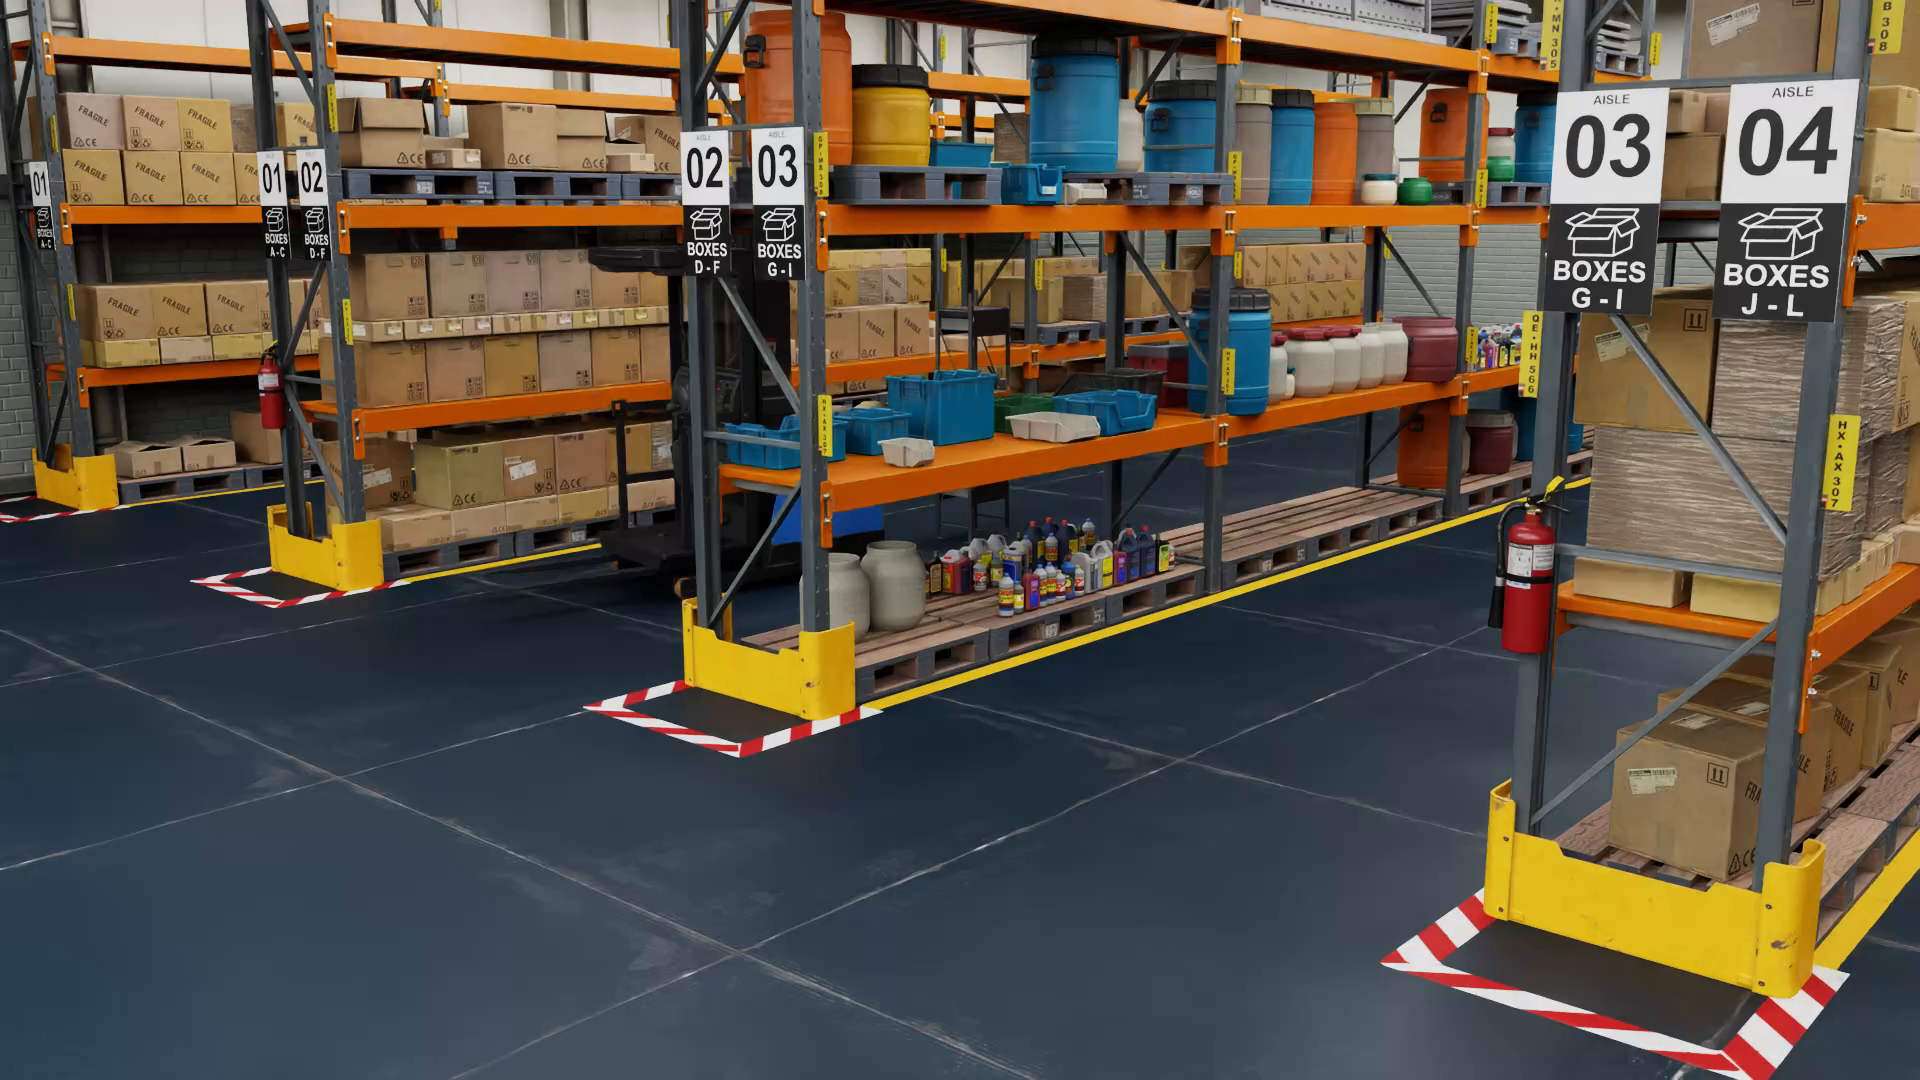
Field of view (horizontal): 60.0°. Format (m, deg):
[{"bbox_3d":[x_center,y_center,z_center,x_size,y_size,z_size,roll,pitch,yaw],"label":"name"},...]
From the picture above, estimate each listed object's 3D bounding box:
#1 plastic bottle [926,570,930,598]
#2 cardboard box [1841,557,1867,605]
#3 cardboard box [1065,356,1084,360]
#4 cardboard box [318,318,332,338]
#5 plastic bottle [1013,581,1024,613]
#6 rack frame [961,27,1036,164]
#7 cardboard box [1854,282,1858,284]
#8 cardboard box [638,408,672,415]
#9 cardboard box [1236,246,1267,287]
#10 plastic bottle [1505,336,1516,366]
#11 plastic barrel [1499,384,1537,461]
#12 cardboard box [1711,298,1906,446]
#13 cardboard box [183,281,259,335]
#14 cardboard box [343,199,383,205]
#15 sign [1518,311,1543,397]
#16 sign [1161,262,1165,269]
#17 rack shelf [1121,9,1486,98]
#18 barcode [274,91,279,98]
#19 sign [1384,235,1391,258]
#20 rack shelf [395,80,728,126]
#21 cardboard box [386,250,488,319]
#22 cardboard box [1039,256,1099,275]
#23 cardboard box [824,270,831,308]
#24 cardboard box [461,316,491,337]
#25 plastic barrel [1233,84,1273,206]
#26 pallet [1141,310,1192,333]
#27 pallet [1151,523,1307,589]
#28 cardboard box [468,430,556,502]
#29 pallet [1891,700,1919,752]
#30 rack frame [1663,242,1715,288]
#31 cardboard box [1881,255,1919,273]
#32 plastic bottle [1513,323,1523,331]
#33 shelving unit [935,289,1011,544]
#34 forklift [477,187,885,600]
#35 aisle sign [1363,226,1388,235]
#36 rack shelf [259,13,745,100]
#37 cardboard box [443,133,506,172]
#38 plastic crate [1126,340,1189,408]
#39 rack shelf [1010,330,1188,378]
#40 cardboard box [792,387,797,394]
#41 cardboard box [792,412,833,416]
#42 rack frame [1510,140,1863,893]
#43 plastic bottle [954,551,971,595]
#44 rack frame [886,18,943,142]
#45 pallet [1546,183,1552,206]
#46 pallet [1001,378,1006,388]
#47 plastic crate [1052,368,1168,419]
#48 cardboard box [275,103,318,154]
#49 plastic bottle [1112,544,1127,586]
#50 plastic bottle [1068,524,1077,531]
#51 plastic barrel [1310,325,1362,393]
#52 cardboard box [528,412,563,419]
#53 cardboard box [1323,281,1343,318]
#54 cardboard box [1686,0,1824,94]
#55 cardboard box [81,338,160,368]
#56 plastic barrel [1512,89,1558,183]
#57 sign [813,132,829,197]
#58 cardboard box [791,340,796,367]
[{"bbox_3d":[-0.250,0.280,11.172,0.097,0.201,0.097,0,11,0],"label":"plastic bottle"},{"bbox_3d":[3.310,0.134,6.524,0.380,0.149,0.250,10,15,40],"label":"cardboard box"},{"bbox_3d":[1.600,-3.049,27.126,0.700,0.500,0.500,10,15,40],"label":"cardboard box"},{"bbox_3d":[-4.743,-1.638,12.845,0.380,0.149,0.250,9,15,39],"label":"cardboard box"},{"bbox_3d":[0.366,0.365,10.745,0.097,0.201,0.097,0,11,0],"label":"plastic bottle"},{"bbox_3d":[0.429,-5.309,17.818,1.000,3.000,0.127,10,15,40],"label":"rack frame"},{"bbox_3d":[3.758,-0.927,7.628,0.500,0.500,0.500,10,15,40],"label":"cardboard box"},{"bbox_3d":[-2.753,-0.977,15.475,0.500,0.500,0.500,10,15,40],"label":"cardboard box"},{"bbox_3d":[3.592,-3.528,21.410,0.500,0.500,0.500,10,15,42],"label":"cardboard box"},{"bbox_3d":[5.256,-1.807,15.898,0.061,0.283,0.133,10,15,40],"label":"plastic bottle"},{"bbox_3d":[5.949,-1.310,17.396,0.600,0.901,0.708,10,15,40],"label":"plastic barrel"},{"bbox_3d":[3.155,-0.640,6.190,0.500,0.500,0.500,10,15,40],"label":"cardboard box"},{"bbox_3d":[-7.355,-2.312,16.548,0.500,0.500,0.500,9,14,39],"label":"cardboard box"},{"bbox_3d":[-6.426,-3.770,17.462,0.500,0.500,0.500,8,14,36],"label":"cardboard box"},{"bbox_3d":[2.183,-0.707,6.327,0.100,0.325,0.005,10,15,40],"label":"sign"},{"bbox_3d":[2.657,-3.450,21.613,0.100,0.325,0.005,10,15,40],"label":"sign"},{"bbox_3d":[2.827,-3.825,13.246,1.077,0.370,4.000,10,15,40],"label":"rack shelf"},{"bbox_3d":[-7.175,-4.673,17.438,0.001,0.075,0.075,10,15,40],"label":"barcode"},{"bbox_3d":[6.114,-4.193,23.781,0.100,0.325,0.005,10,15,40],"label":"sign"},{"bbox_3d":[-4.615,-5.106,19.659,1.077,0.370,4.000,10,15,40],"label":"rack shelf"},{"bbox_3d":[-4.156,-2.029,13.142,0.700,0.500,0.500,9,15,39],"label":"cardboard box"},{"bbox_3d":[1.657,-4.255,27.091,0.980,0.700,0.700,11,16,43],"label":"cardboard box"},{"bbox_3d":[-2.100,-3.399,22.506,0.500,0.500,0.500,10,15,40],"label":"cardboard box"},{"bbox_3d":[-3.925,-1.700,13.153,0.380,0.149,0.250,9,15,39],"label":"cardboard box"},{"bbox_3d":[2.111,-3.054,12.904,0.600,0.901,0.600,0,11,0],"label":"plastic barrel"},{"bbox_3d":[2.460,-2.758,20.853,1.003,0.211,1.213,10,15,40],"label":"pallet"},{"bbox_3d":[1.996,0.109,13.127,1.003,0.211,1.213,10,15,40],"label":"pallet"},{"bbox_3d":[-3.682,-0.615,13.665,0.500,0.500,0.500,10,15,40],"label":"cardboard box"},{"bbox_3d":[4.811,0.973,8.800,1.003,0.211,1.213,10,15,40],"label":"pallet"},{"bbox_3d":[9.428,-2.904,21.090,1.000,3.000,0.127,10,15,40],"label":"rack frame"},{"bbox_3d":[5.857,-1.097,9.439,1.000,1.000,1.000,10,15,41],"label":"cardboard box"},{"bbox_3d":[5.955,-2.181,17.792,0.152,0.276,0.135,10,15,40],"label":"plastic bottle"},{"bbox_3d":[0.109,-1.054,14.127,0.431,2.100,0.503,10,15,40],"label":"shelving unit"},{"bbox_3d":[-2.065,-1.119,12.330,3.031,2.935,1.130,-9,14,-37],"label":"forklift"},{"bbox_3d":[5.985,-4.790,23.896,0.394,0.787,0.004,10,15,40],"label":"aisle sign"},{"bbox_3d":[-3.532,-3.878,13.508,1.077,0.370,4.000,10,15,40],"label":"rack shelf"},{"bbox_3d":[-3.923,-3.178,13.602,0.500,0.311,0.500,-10,15,-41],"label":"cardboard box"},{"bbox_3d":[1.597,-1.280,12.799,0.402,0.464,0.583,10,15,40],"label":"plastic crate"},{"bbox_3d":[1.749,-2.309,19.950,1.077,0.370,4.000,10,15,40],"label":"rack shelf"},{"bbox_3d":[-2.710,-2.250,22.236,0.750,0.750,0.750,10,15,40],"label":"cardboard box"},{"bbox_3d":[-1.489,-1.159,16.870,0.500,0.311,0.500,10,15,40],"label":"cardboard box"},{"bbox_3d":[2.587,0.091,6.098,1.000,3.000,0.127,10,15,40],"label":"rack frame"},{"bbox_3d":[0.017,0.220,11.263,0.061,0.283,0.133,10,15,40],"label":"plastic bottle"},{"bbox_3d":[-0.654,-6.538,23.969,1.000,3.000,0.127,10,15,40],"label":"rack frame"},{"bbox_3d":[5.597,-3.398,16.390,1.003,0.211,1.213,10,15,40],"label":"pallet"},{"bbox_3d":[0.712,-2.511,26.242,1.003,0.211,1.213,10,15,40],"label":"pallet"},{"bbox_3d":[1.066,-1.047,11.953,0.767,0.338,0.504,10,15,40],"label":"plastic crate"},{"bbox_3d":[-6.753,-4.170,16.913,0.500,0.500,0.500,9,14,38],"label":"cardboard box"},{"bbox_3d":[1.095,0.168,11.524,0.133,0.283,0.061,-11,16,-44],"label":"plastic bottle"},{"bbox_3d":[0.775,0.023,12.267,0.152,0.276,0.135,10,15,42],"label":"plastic bottle"},{"bbox_3d":[3.073,-1.489,13.659,0.433,0.535,0.433,0,11,0],"label":"plastic barrel"},{"bbox_3d":[-5.158,-1.602,19.831,0.700,0.500,0.500,9,15,39],"label":"cardboard box"},{"bbox_3d":[4.946,-3.343,23.035,0.500,0.500,0.500,10,15,41],"label":"cardboard box"},{"bbox_3d":[3.420,-2.081,7.022,0.500,0.500,0.500,10,15,40],"label":"cardboard box"},{"bbox_3d":[-8.015,-1.797,15.884,0.500,0.250,0.500,9,15,39],"label":"cardboard box"},{"bbox_3d":[5.776,-3.967,16.403,0.600,0.901,0.708,10,15,40],"label":"plastic barrel"},{"bbox_3d":[-0.723,-1.953,8.650,0.100,0.325,0.005,10,15,40],"label":"sign"},{"bbox_3d":[-1.919,-1.784,15.865,0.500,0.250,0.500,11,16,44],"label":"cardboard box"}]
